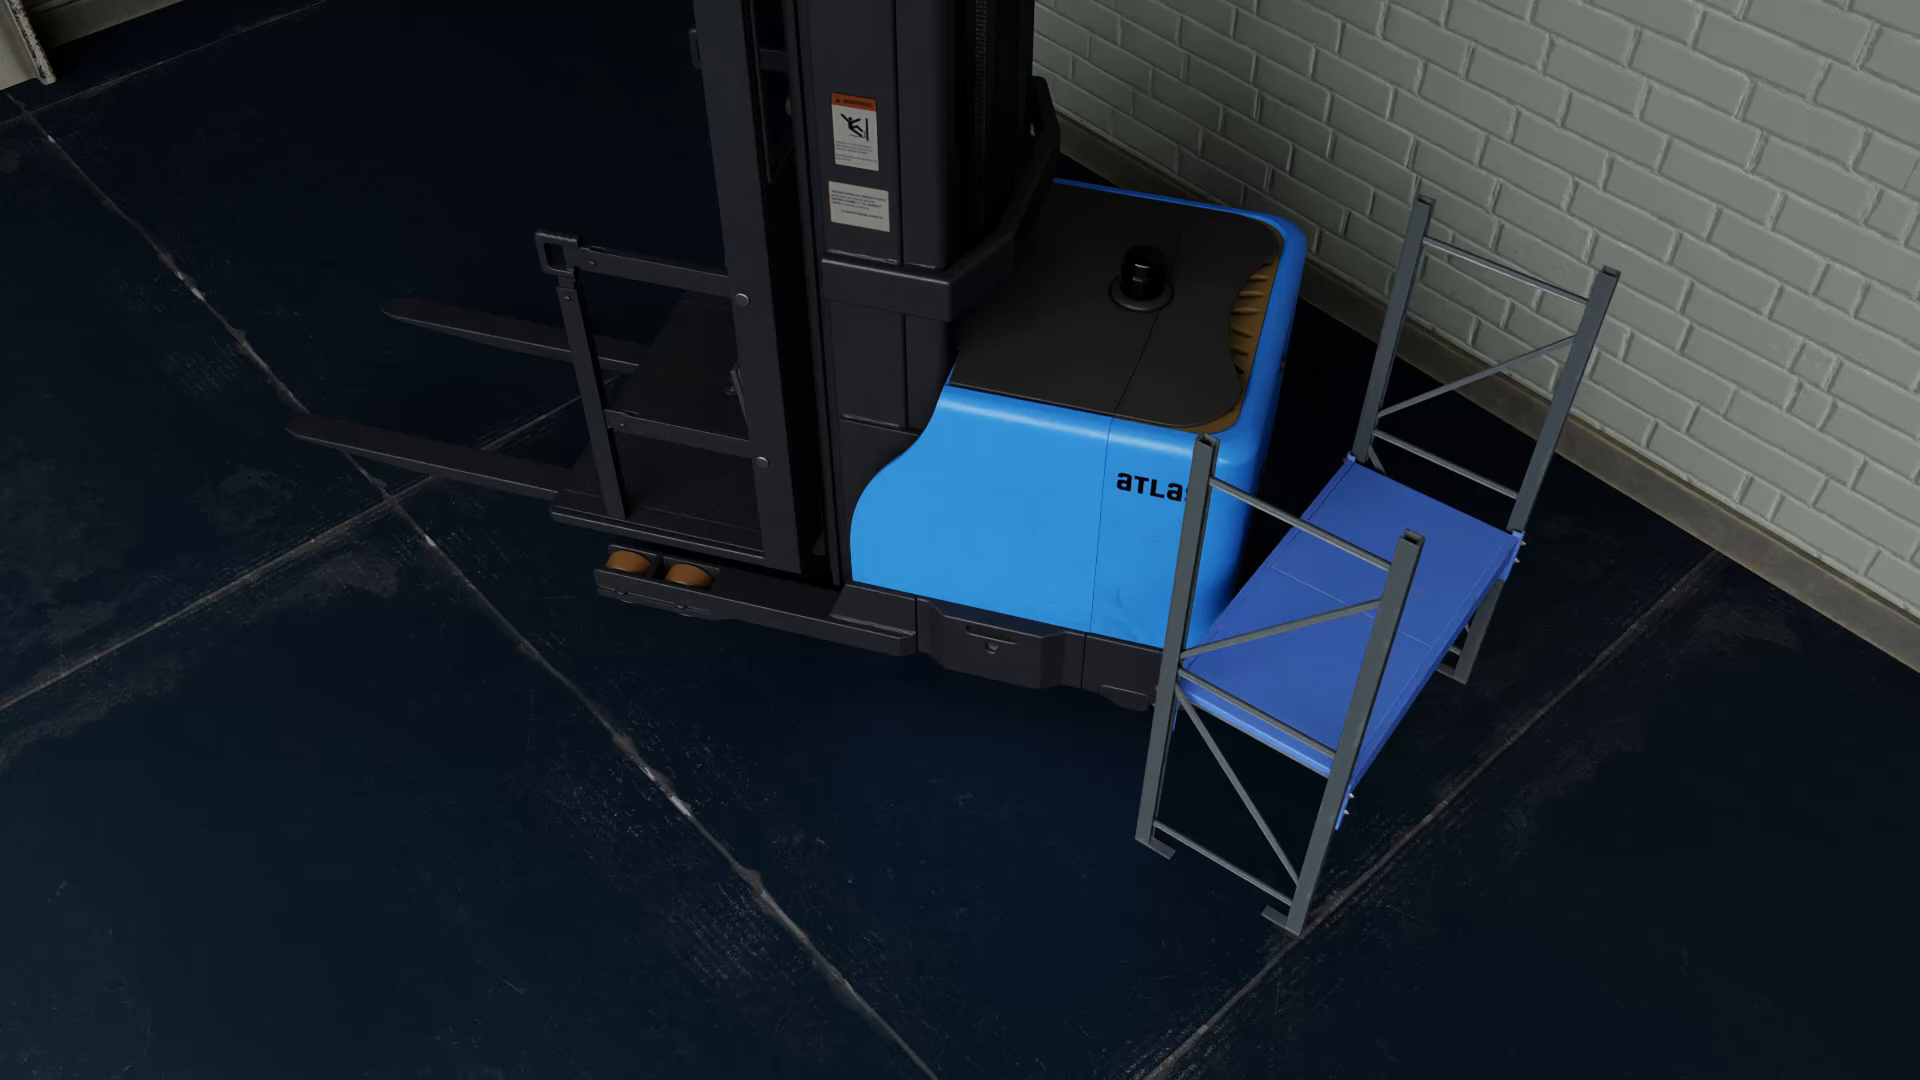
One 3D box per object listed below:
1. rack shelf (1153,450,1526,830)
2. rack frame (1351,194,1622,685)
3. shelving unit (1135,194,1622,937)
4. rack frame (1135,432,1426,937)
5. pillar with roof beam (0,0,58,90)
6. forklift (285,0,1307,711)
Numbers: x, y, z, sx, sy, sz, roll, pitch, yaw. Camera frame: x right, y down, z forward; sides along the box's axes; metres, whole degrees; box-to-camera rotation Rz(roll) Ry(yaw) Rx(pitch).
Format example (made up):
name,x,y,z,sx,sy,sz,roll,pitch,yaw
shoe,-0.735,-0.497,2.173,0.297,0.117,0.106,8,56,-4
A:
name,x,y,z,sx,sy,sz,roll,pitch,yaw
rack shelf,0.986,0.222,4.267,0.538,0.185,1.000,28,53,23
rack frame,1.286,-0.201,4.413,0.500,1.500,0.032,28,53,23
shelving unit,0.986,0.101,4.135,0.538,1.500,1.048,28,53,23
rack frame,0.687,0.402,3.856,0.500,1.500,0.032,28,53,23
pillar with roof beam,-1.176,-2.645,1.567,0.400,9.000,9.100,-34,56,-27
forklift,-0.598,-1.122,4.291,3.031,2.935,1.130,12,48,11
